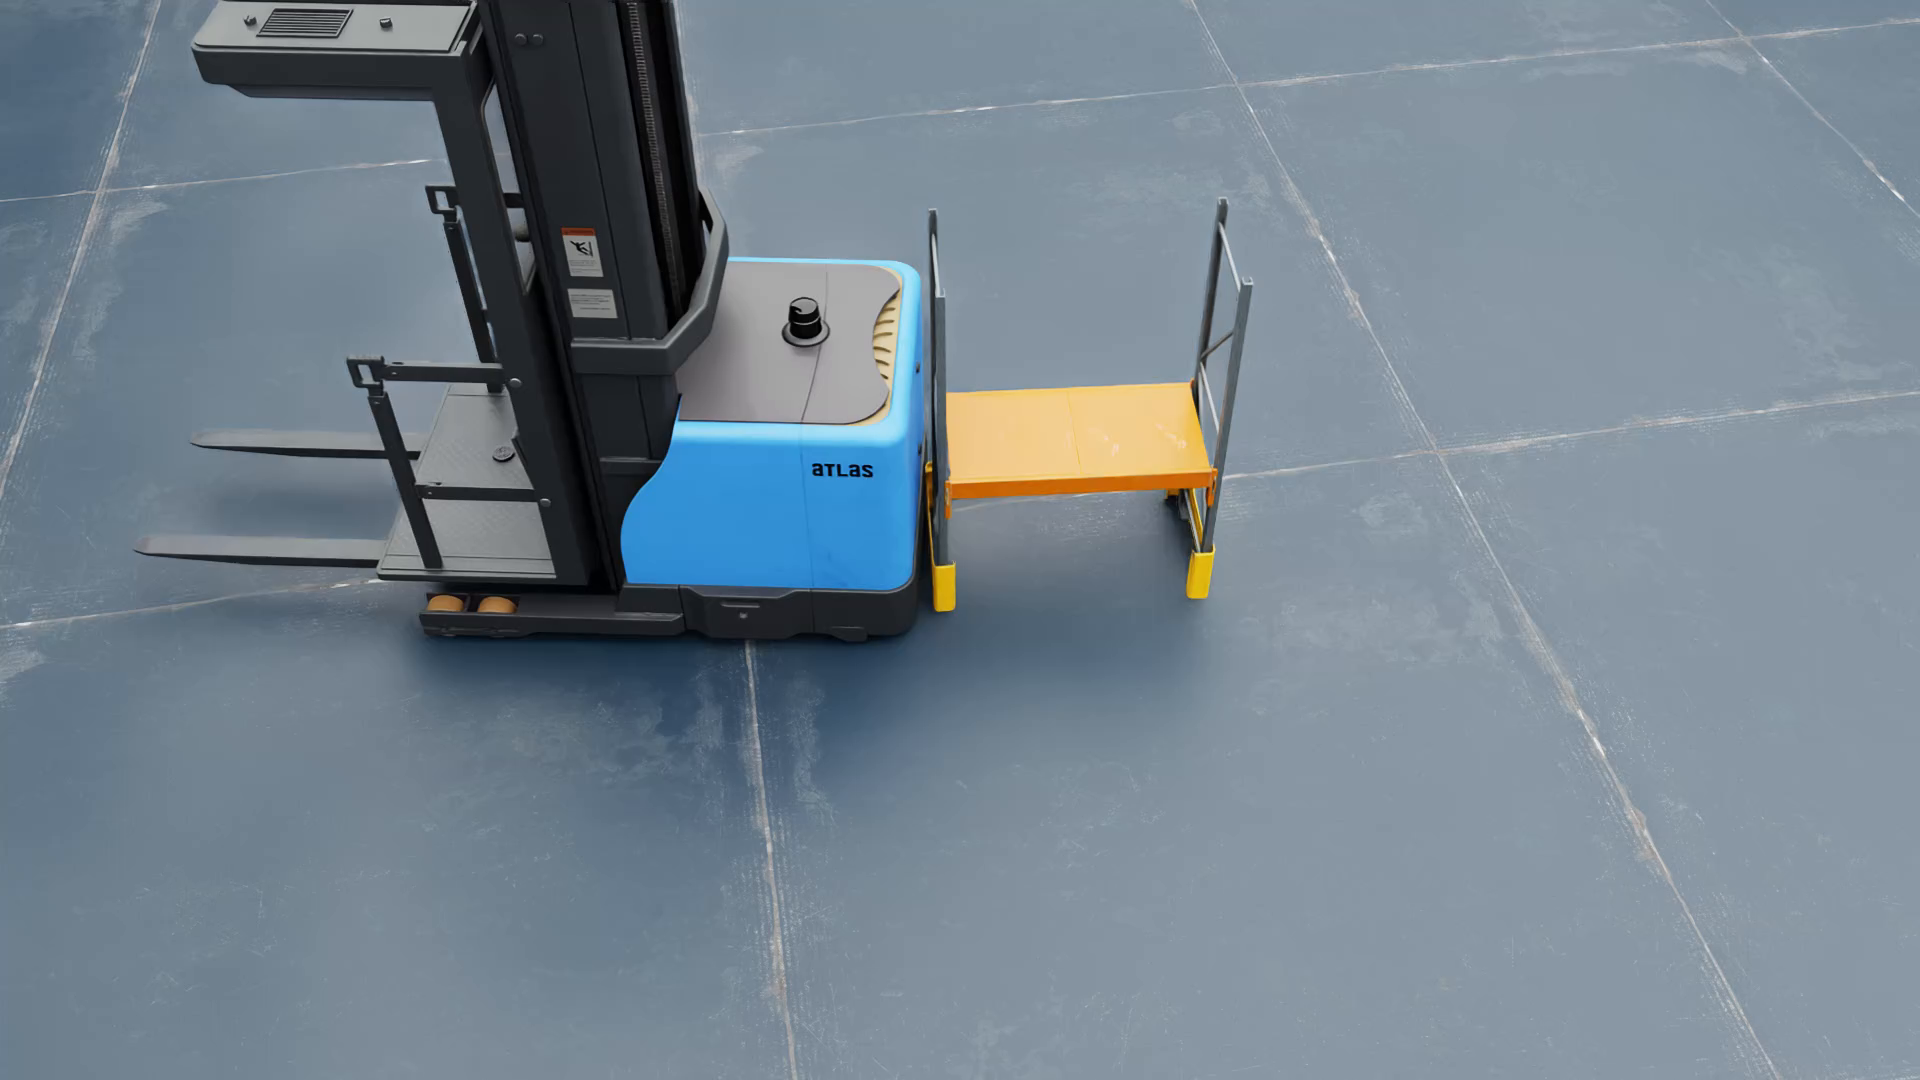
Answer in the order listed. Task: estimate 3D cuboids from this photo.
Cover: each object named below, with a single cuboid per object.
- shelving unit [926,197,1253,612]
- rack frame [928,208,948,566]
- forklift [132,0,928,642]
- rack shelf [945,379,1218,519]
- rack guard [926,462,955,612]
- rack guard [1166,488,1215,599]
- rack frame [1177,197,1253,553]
[{"bbox_3d":[0.419,-0.476,6.167,1.083,1.500,0.587,-3,46,-3],"label":"shelving unit"},{"bbox_3d":[-0.079,-0.452,6.144,0.032,1.500,0.500,-3,46,-3],"label":"rack frame"},{"bbox_3d":[-1.664,-1.022,5.699,3.031,2.935,1.130,2,46,2],"label":"forklift"},{"bbox_3d":[0.428,-0.352,6.297,1.000,0.185,0.538,-3,46,-3],"label":"rack shelf"},{"bbox_3d":[-0.078,-0.019,6.595,0.087,0.250,0.587,-3,46,-3],"label":"rack guard"},{"bbox_3d":[0.916,-0.066,6.640,0.087,0.250,0.587,-3,46,-3],"label":"rack guard"},{"bbox_3d":[0.935,-0.501,6.191,0.032,1.500,0.500,-3,46,-3],"label":"rack frame"}]
